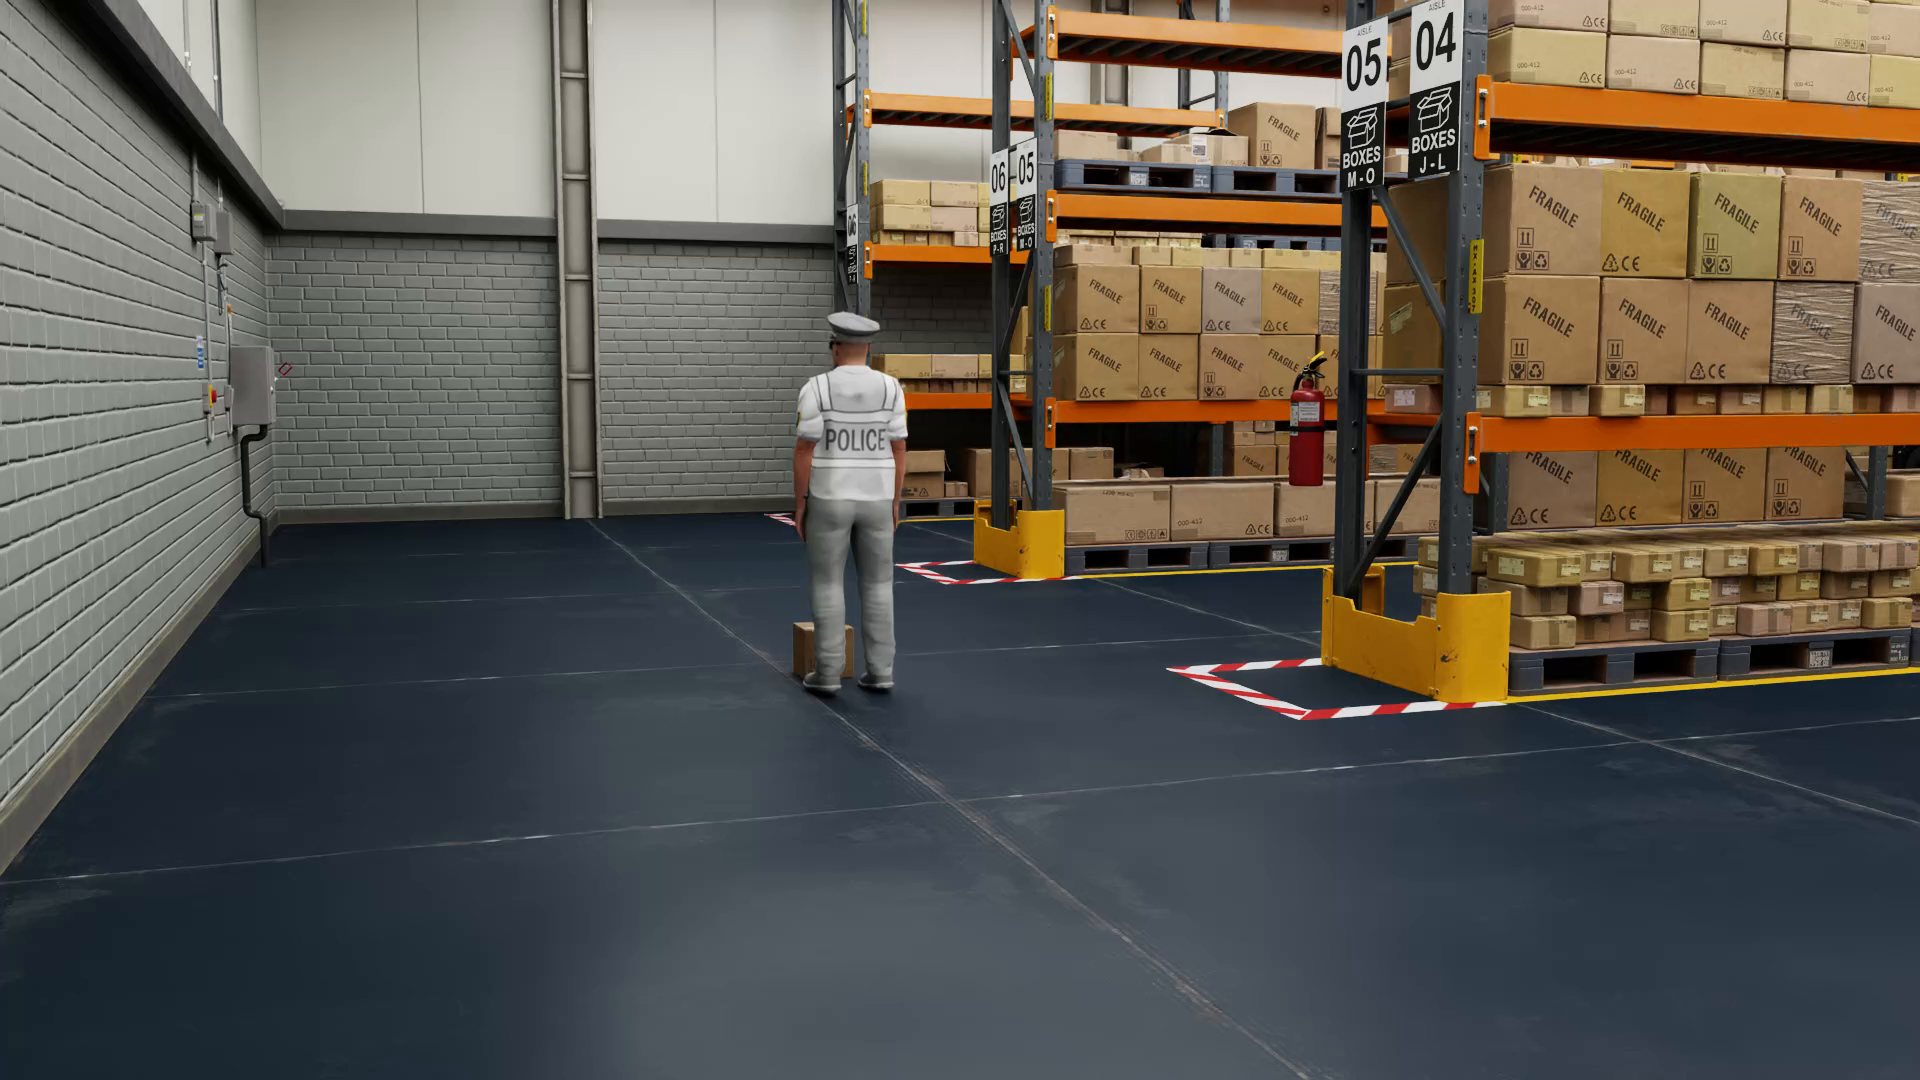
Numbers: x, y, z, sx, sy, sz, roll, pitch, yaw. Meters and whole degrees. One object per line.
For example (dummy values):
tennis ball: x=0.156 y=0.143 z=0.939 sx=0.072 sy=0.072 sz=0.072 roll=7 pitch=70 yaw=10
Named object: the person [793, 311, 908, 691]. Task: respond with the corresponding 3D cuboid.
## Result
person: x=-0.524 y=-0.170 z=7.781 sx=0.536 sy=1.785 sz=0.403 roll=-2 pitch=6 yaw=-18
